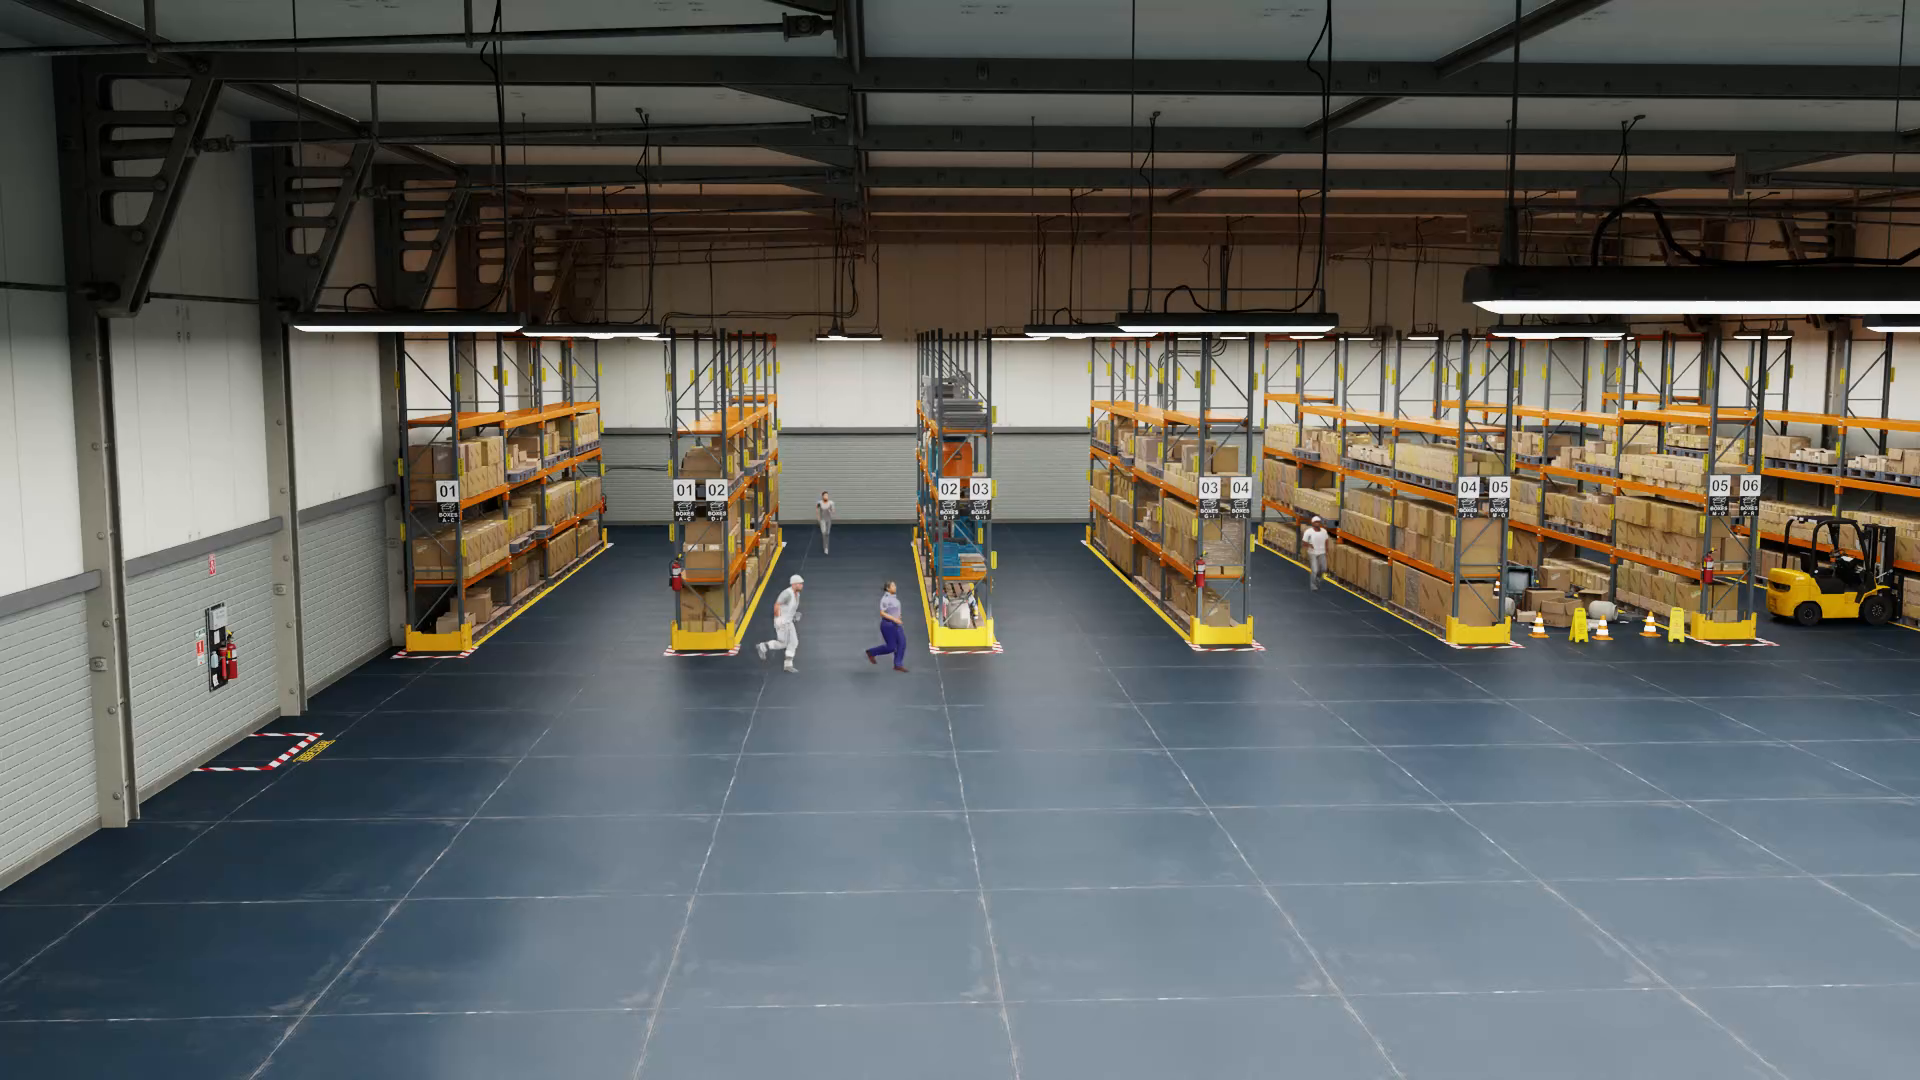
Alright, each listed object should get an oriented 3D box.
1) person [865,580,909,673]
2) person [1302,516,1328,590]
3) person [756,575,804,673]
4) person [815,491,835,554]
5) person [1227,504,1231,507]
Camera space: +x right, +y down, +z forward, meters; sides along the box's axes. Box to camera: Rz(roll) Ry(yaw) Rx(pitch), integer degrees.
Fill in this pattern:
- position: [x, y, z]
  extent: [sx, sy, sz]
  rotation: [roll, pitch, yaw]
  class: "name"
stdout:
- position: [-1.256, 1.610, 29.115]
  extent: [0.769, 1.439, 0.607]
  rotation: [2, 7, 16]
  class: "person"
- position: [8.291, 0.315, 38.537]
  extent: [0.686, 1.721, 0.593]
  rotation: [-1, 7, -8]
  class: "person"
- position: [-3.138, 1.459, 29.202]
  extent: [0.915, 1.720, 0.659]
  rotation: [2, 7, 13]
  class: "person"
- position: [-3.713, -0.506, 45.886]
  extent: [0.519, 1.696, 0.920]
  rotation: [-2, 7, -16]
  class: "person"
- position: [7.848, -0.739, 48.063]
  extent: [0.642, 1.608, 0.837]
  rotation: [3, 7, 25]
  class: "person"
